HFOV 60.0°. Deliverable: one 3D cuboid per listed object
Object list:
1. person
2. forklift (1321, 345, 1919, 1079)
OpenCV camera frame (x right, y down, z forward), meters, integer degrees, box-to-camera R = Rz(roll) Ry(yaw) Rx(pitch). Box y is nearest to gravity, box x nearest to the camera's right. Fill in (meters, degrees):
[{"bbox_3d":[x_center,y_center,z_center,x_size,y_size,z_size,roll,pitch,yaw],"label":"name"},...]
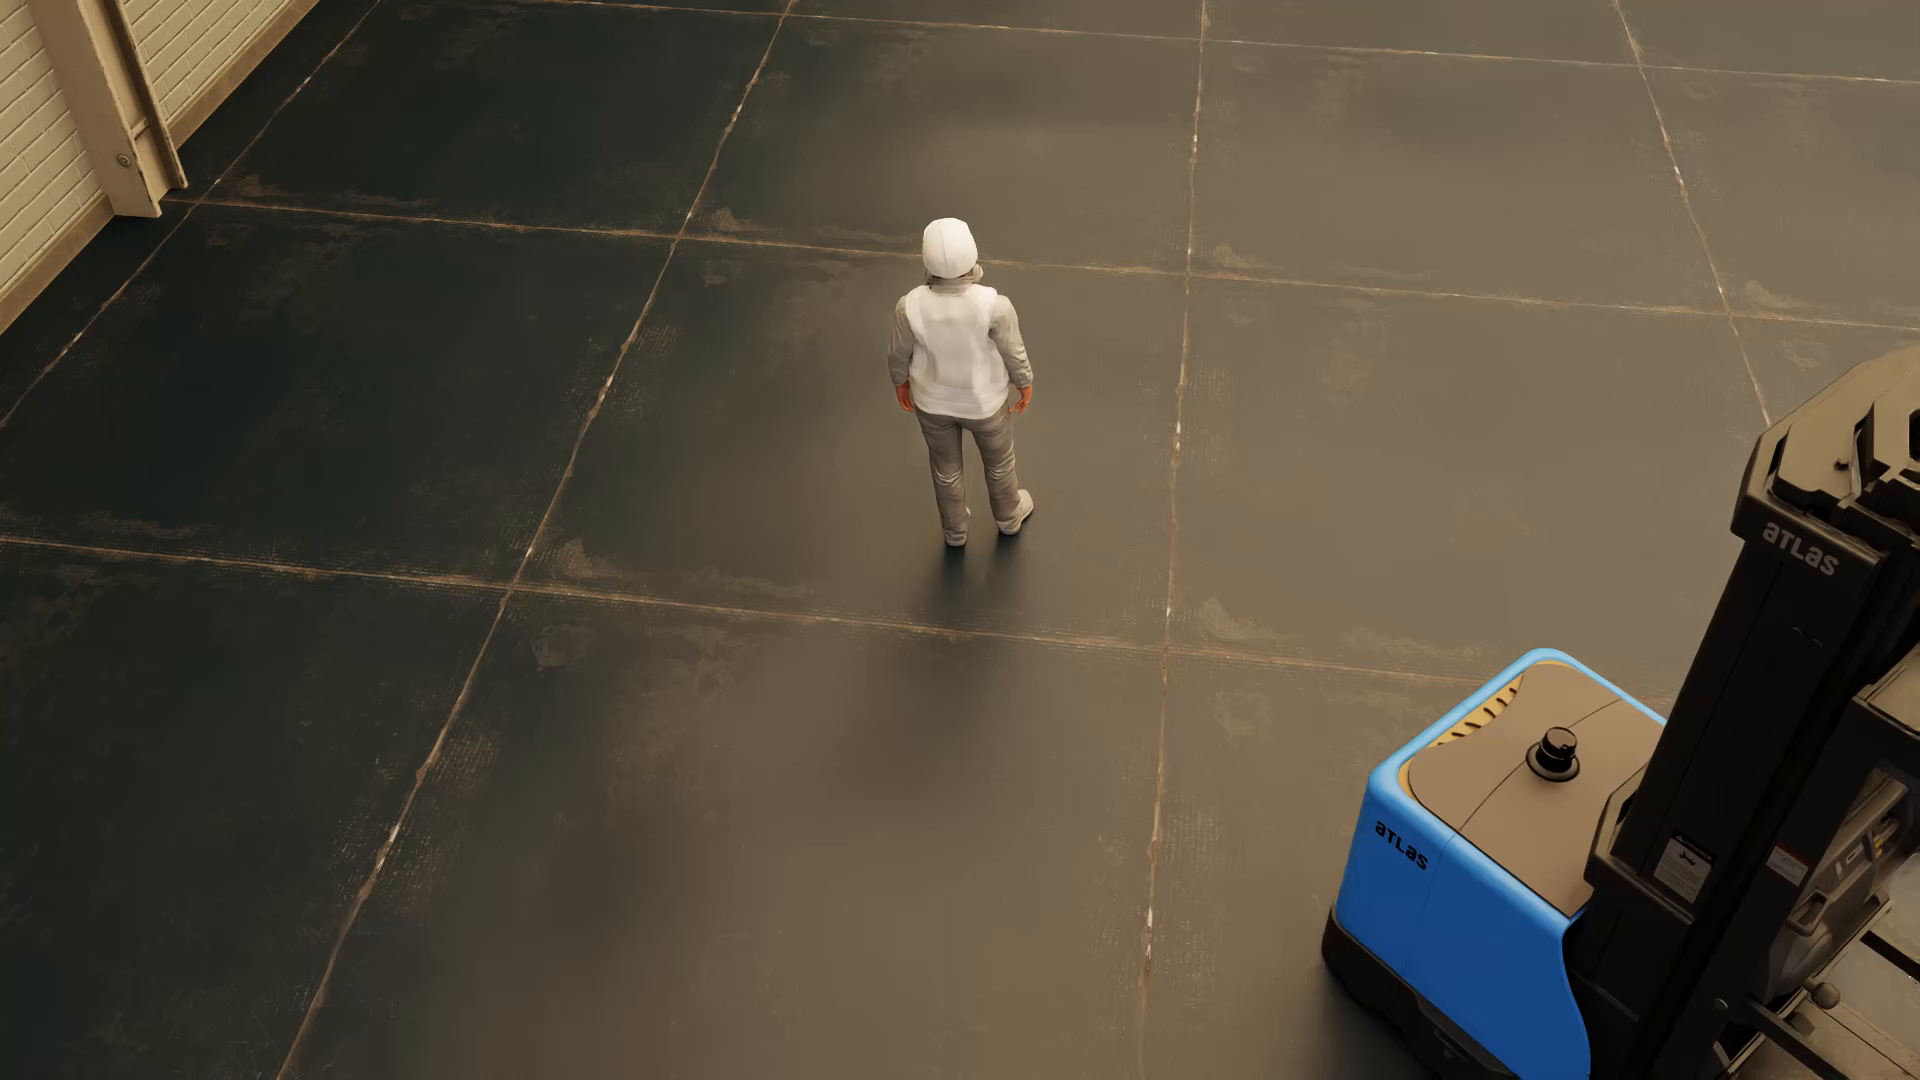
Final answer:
[{"bbox_3d":[0.017,-0.699,7.330,0.632,1.773,0.568,5,43,6],"label":"person"},{"bbox_3d":[2.658,1.046,4.586,1.130,2.935,3.031,-29,50,-28],"label":"forklift"}]
